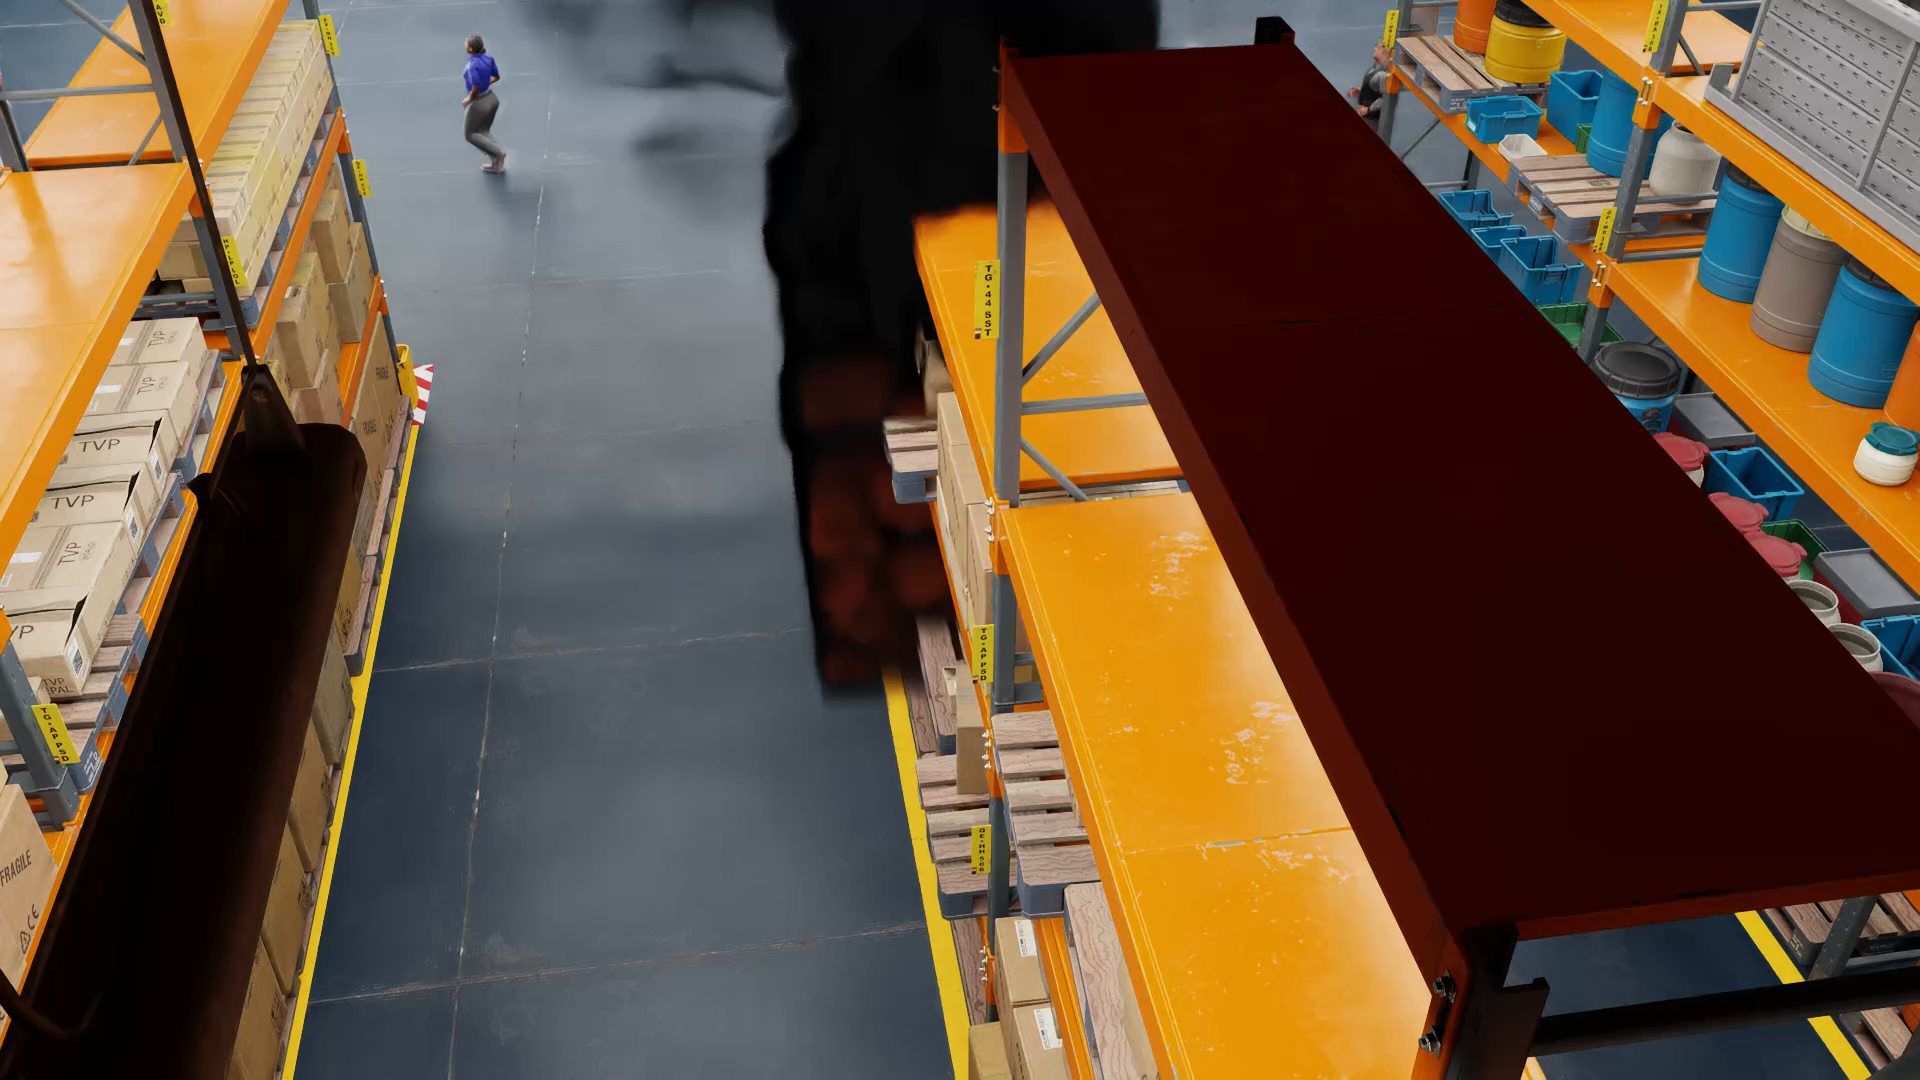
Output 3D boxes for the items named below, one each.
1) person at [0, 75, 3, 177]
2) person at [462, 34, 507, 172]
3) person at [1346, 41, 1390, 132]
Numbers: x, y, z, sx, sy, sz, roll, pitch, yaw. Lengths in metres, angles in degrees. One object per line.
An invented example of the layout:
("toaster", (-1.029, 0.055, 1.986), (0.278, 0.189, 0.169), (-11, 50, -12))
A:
("person", (-10.913, -4.737, 18.422), (0.775, 1.850, 0.615), (27, 44, 32))
("person", (-5.416, -4.929, 18.804), (0.575, 1.606, 0.571), (13, 38, 17))
("person", (4.550, -4.737, 18.487), (0.566, 1.673, 0.655), (8, 37, 11))
